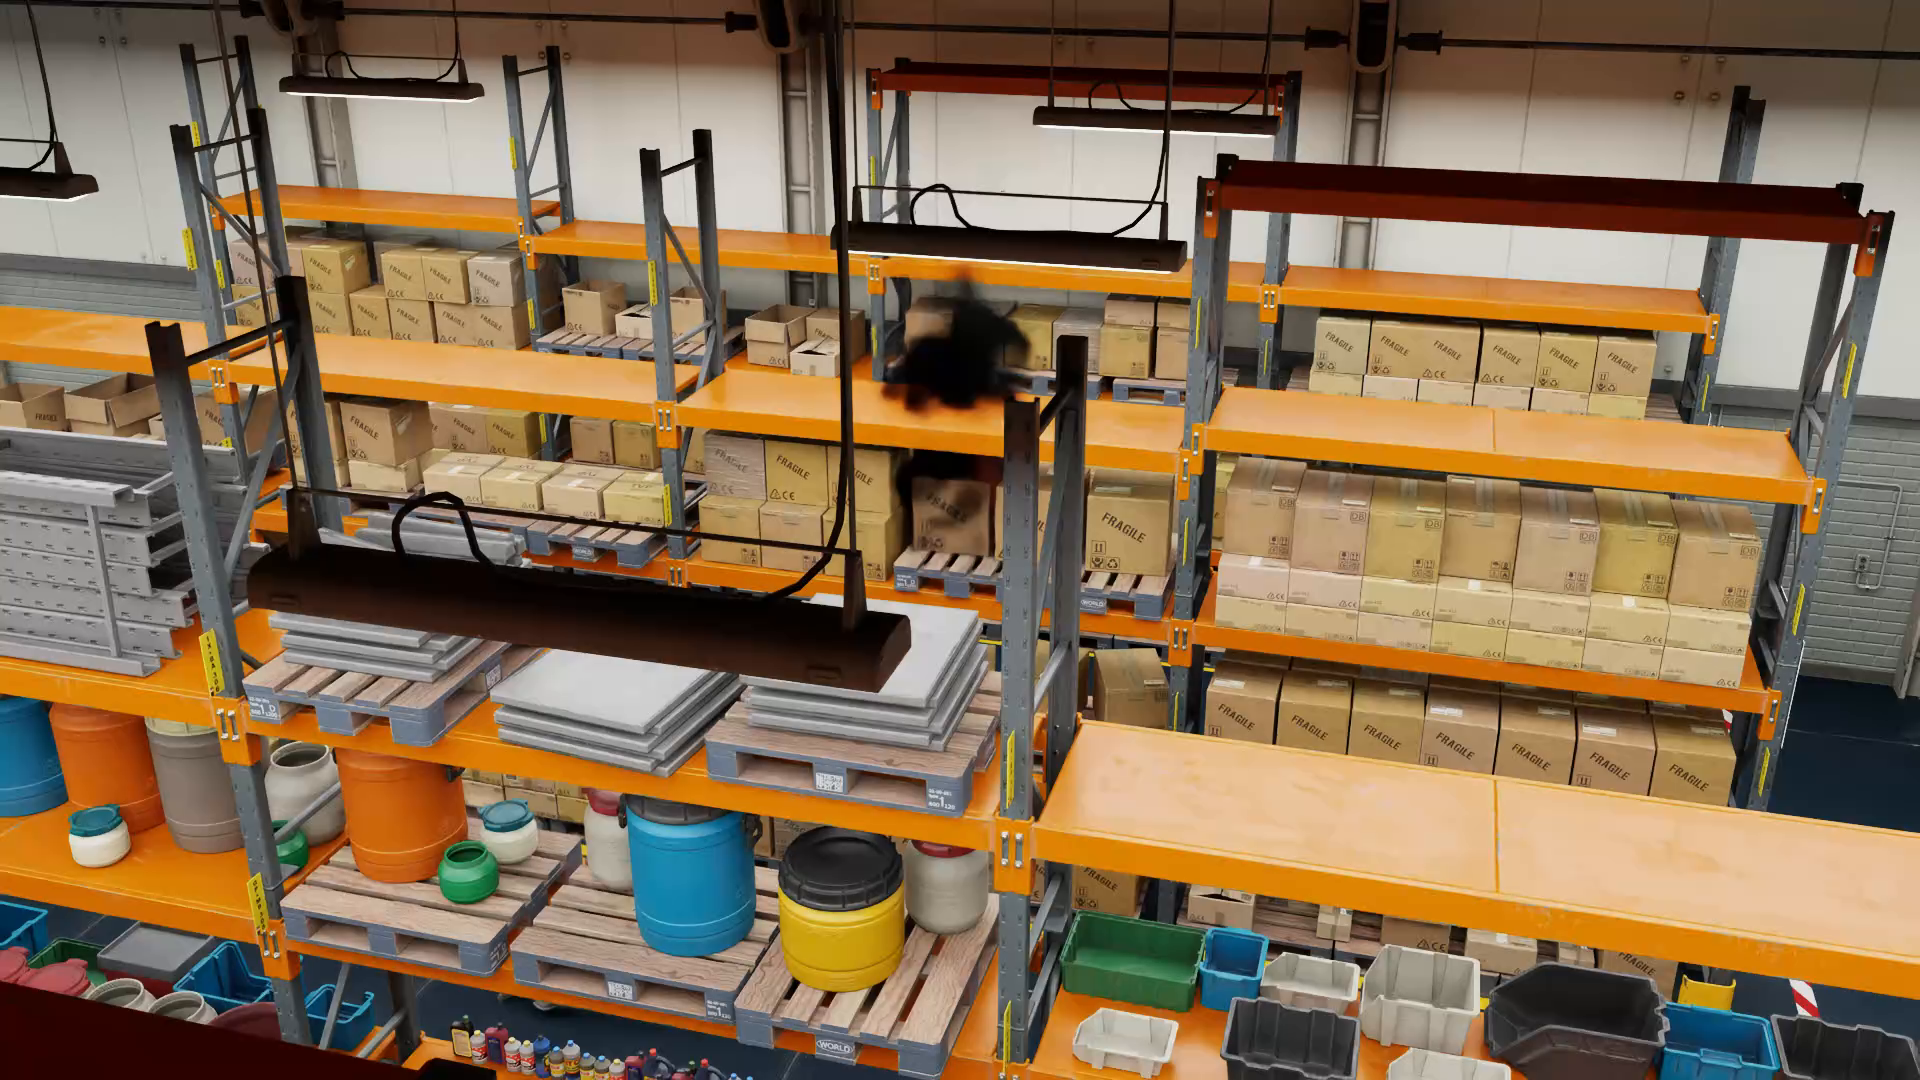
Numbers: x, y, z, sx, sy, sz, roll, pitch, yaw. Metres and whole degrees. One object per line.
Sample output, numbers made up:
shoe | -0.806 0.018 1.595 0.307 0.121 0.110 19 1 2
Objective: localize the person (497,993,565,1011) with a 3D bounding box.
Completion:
person | -3.239 2.698 12.086 0.732 1.749 0.576 2 23 5
